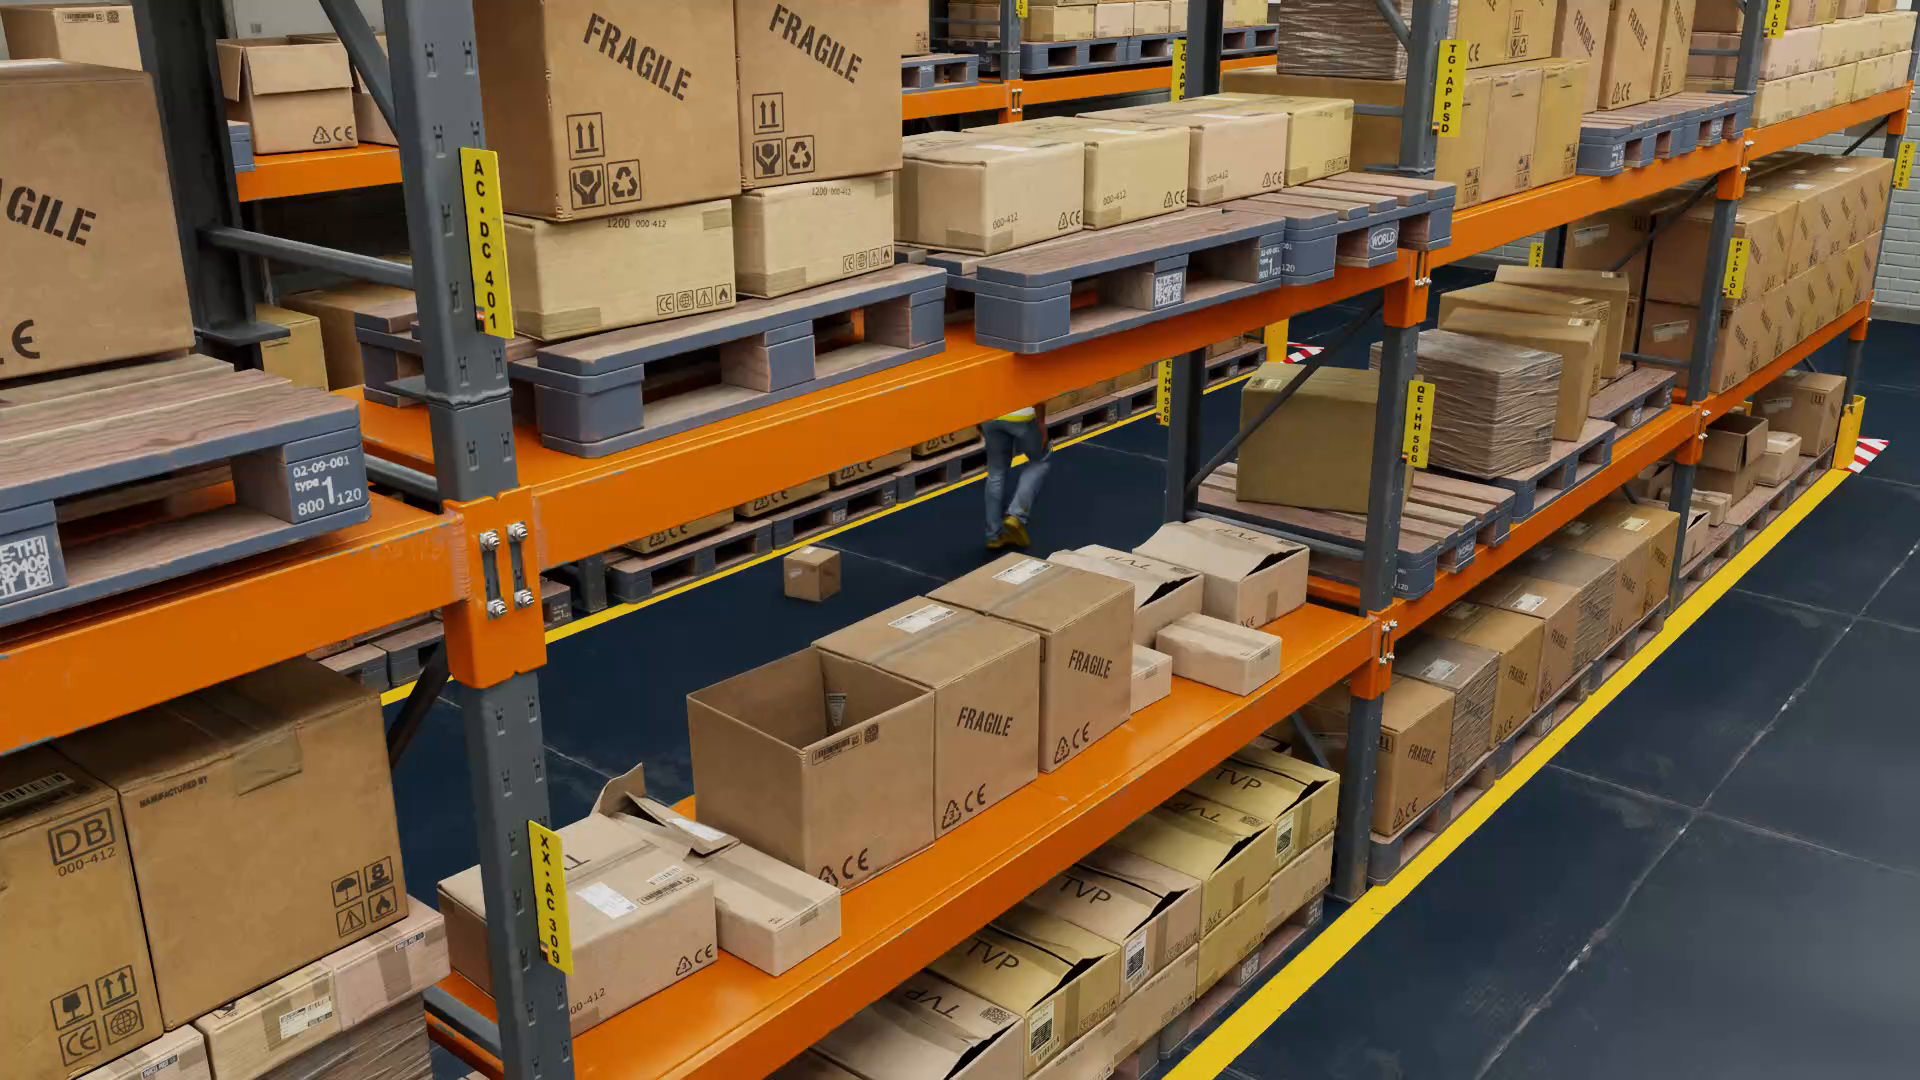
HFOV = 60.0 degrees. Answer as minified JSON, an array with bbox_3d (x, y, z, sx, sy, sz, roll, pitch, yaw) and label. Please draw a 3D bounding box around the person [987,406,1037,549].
[{"bbox_3d":[3.837,1.869,1.314,15.830,3.178,14.058,10,23,26],"label":"person"}]
